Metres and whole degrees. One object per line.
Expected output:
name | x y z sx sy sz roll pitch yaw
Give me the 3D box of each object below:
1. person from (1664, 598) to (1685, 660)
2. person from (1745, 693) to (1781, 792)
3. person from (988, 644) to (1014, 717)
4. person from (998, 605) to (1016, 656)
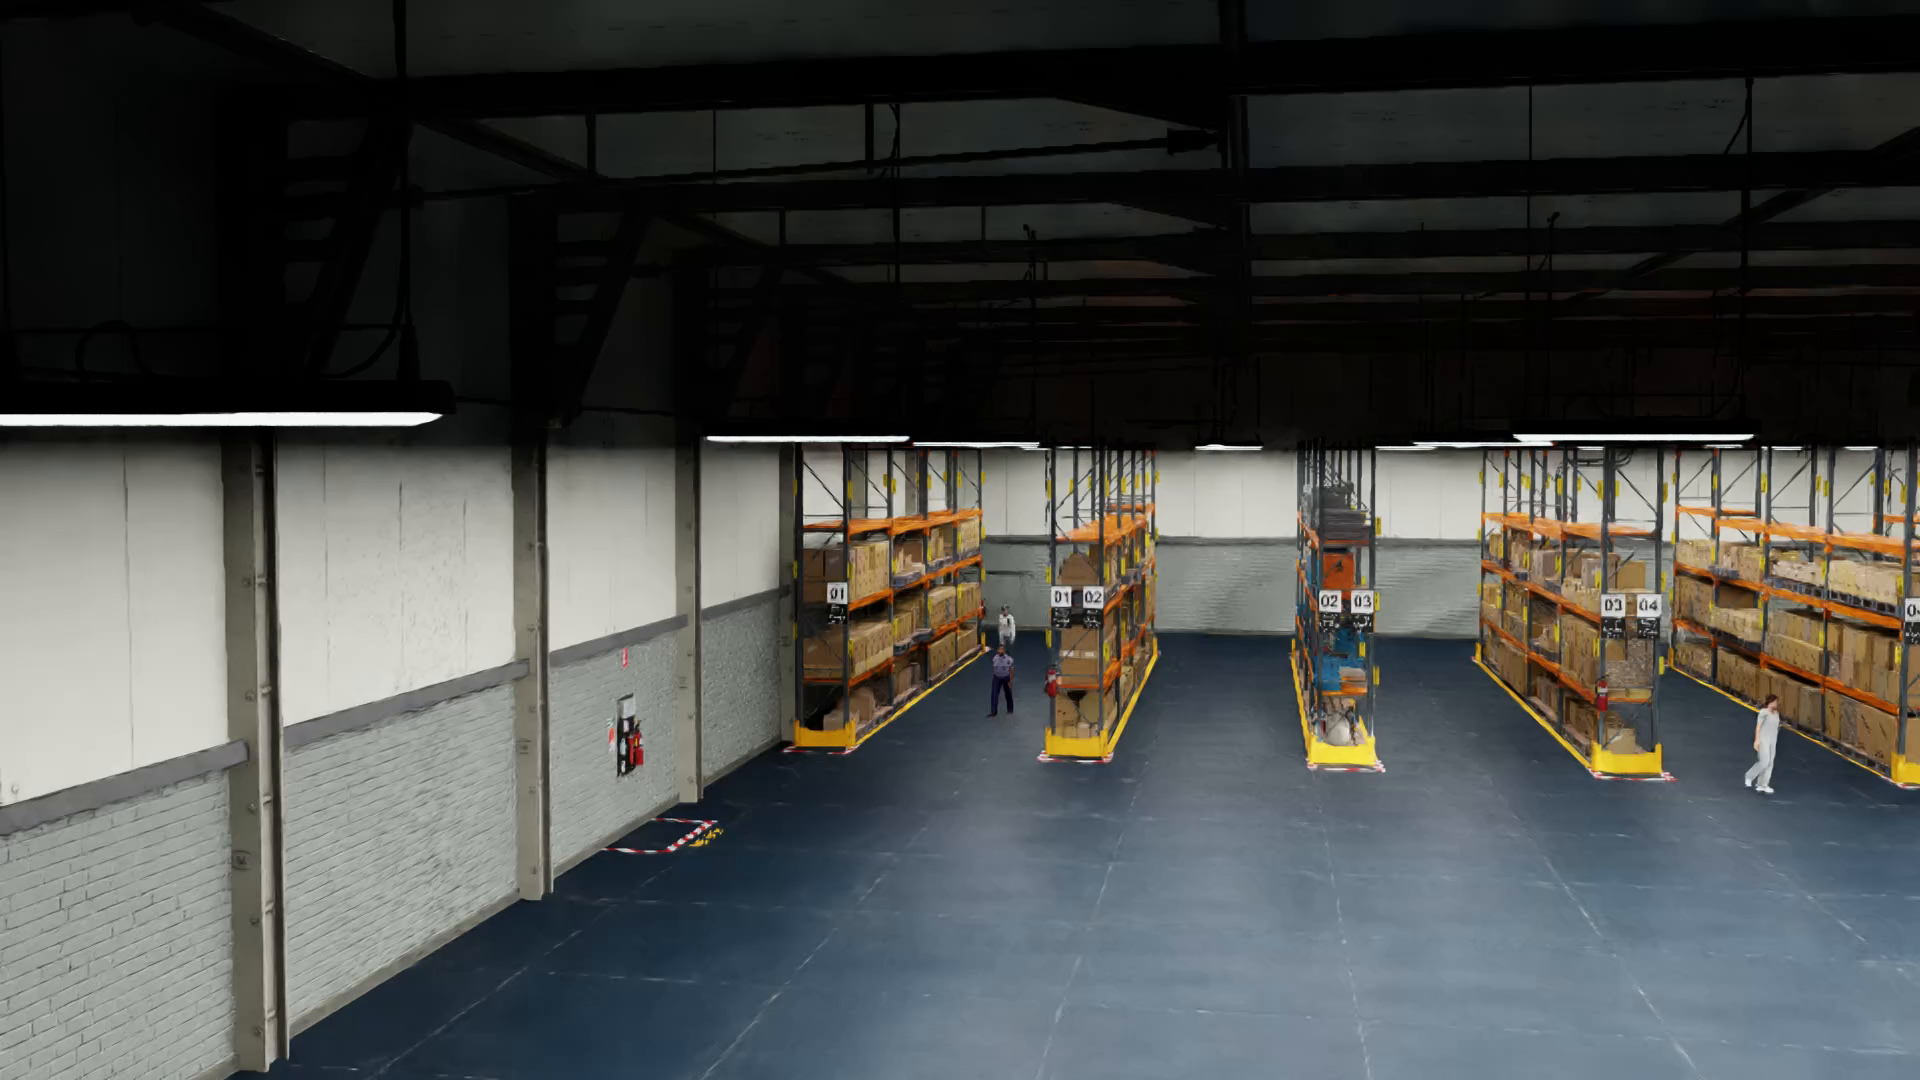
person | 19.702 2.425 45.712 0.617 1.785 0.569 -1 3 -25
person | 13.540 3.407 28.062 0.518 1.664 0.513 -1 3 -26
person | 0.927 3.019 35.979 0.481 1.565 1.094 1 3 13
person | 1.251 2.545 44.583 0.500 1.622 0.998 0 3 9
